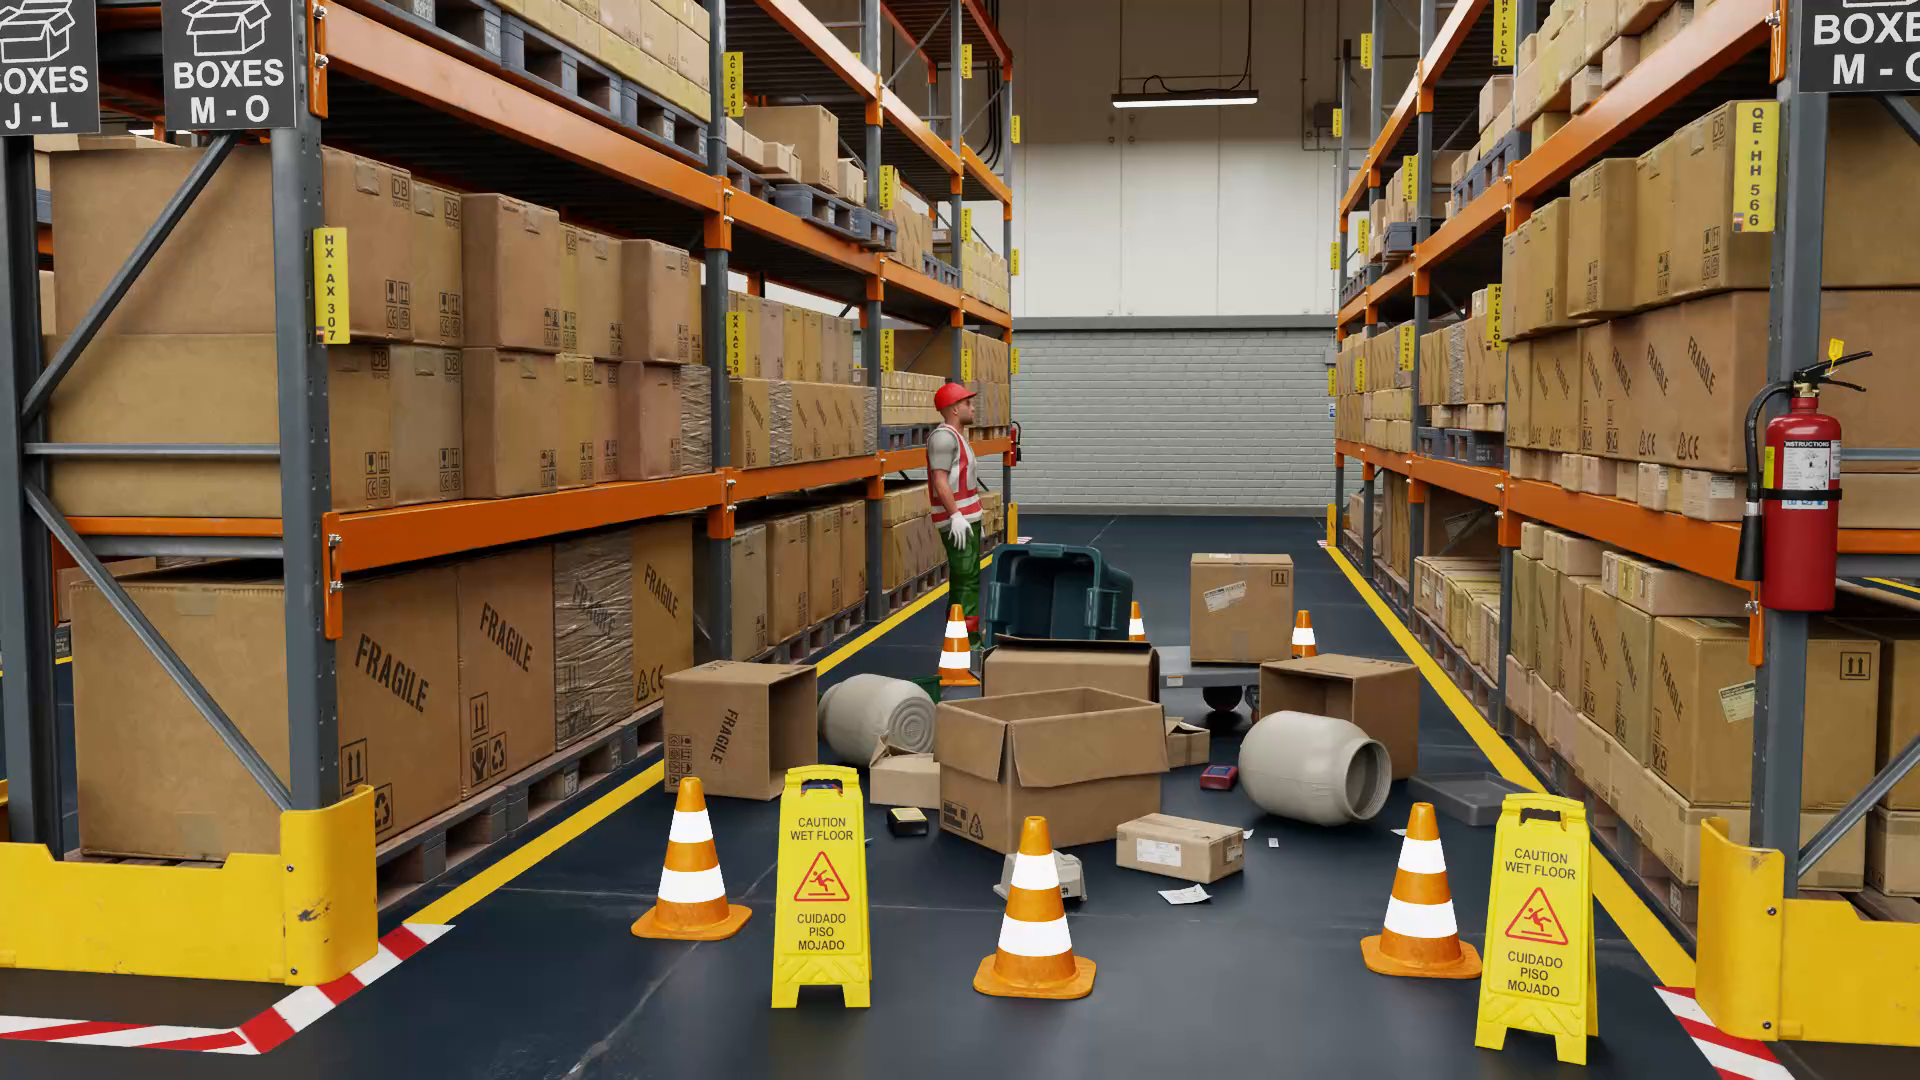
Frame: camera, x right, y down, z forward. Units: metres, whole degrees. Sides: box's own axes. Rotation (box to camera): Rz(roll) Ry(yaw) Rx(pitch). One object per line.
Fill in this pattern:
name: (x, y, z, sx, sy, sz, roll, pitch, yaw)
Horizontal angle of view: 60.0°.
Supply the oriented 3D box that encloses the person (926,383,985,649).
person: (0.077, -0.084, 10.377, 0.562, 1.790, 0.637, 1, 4, 9)
